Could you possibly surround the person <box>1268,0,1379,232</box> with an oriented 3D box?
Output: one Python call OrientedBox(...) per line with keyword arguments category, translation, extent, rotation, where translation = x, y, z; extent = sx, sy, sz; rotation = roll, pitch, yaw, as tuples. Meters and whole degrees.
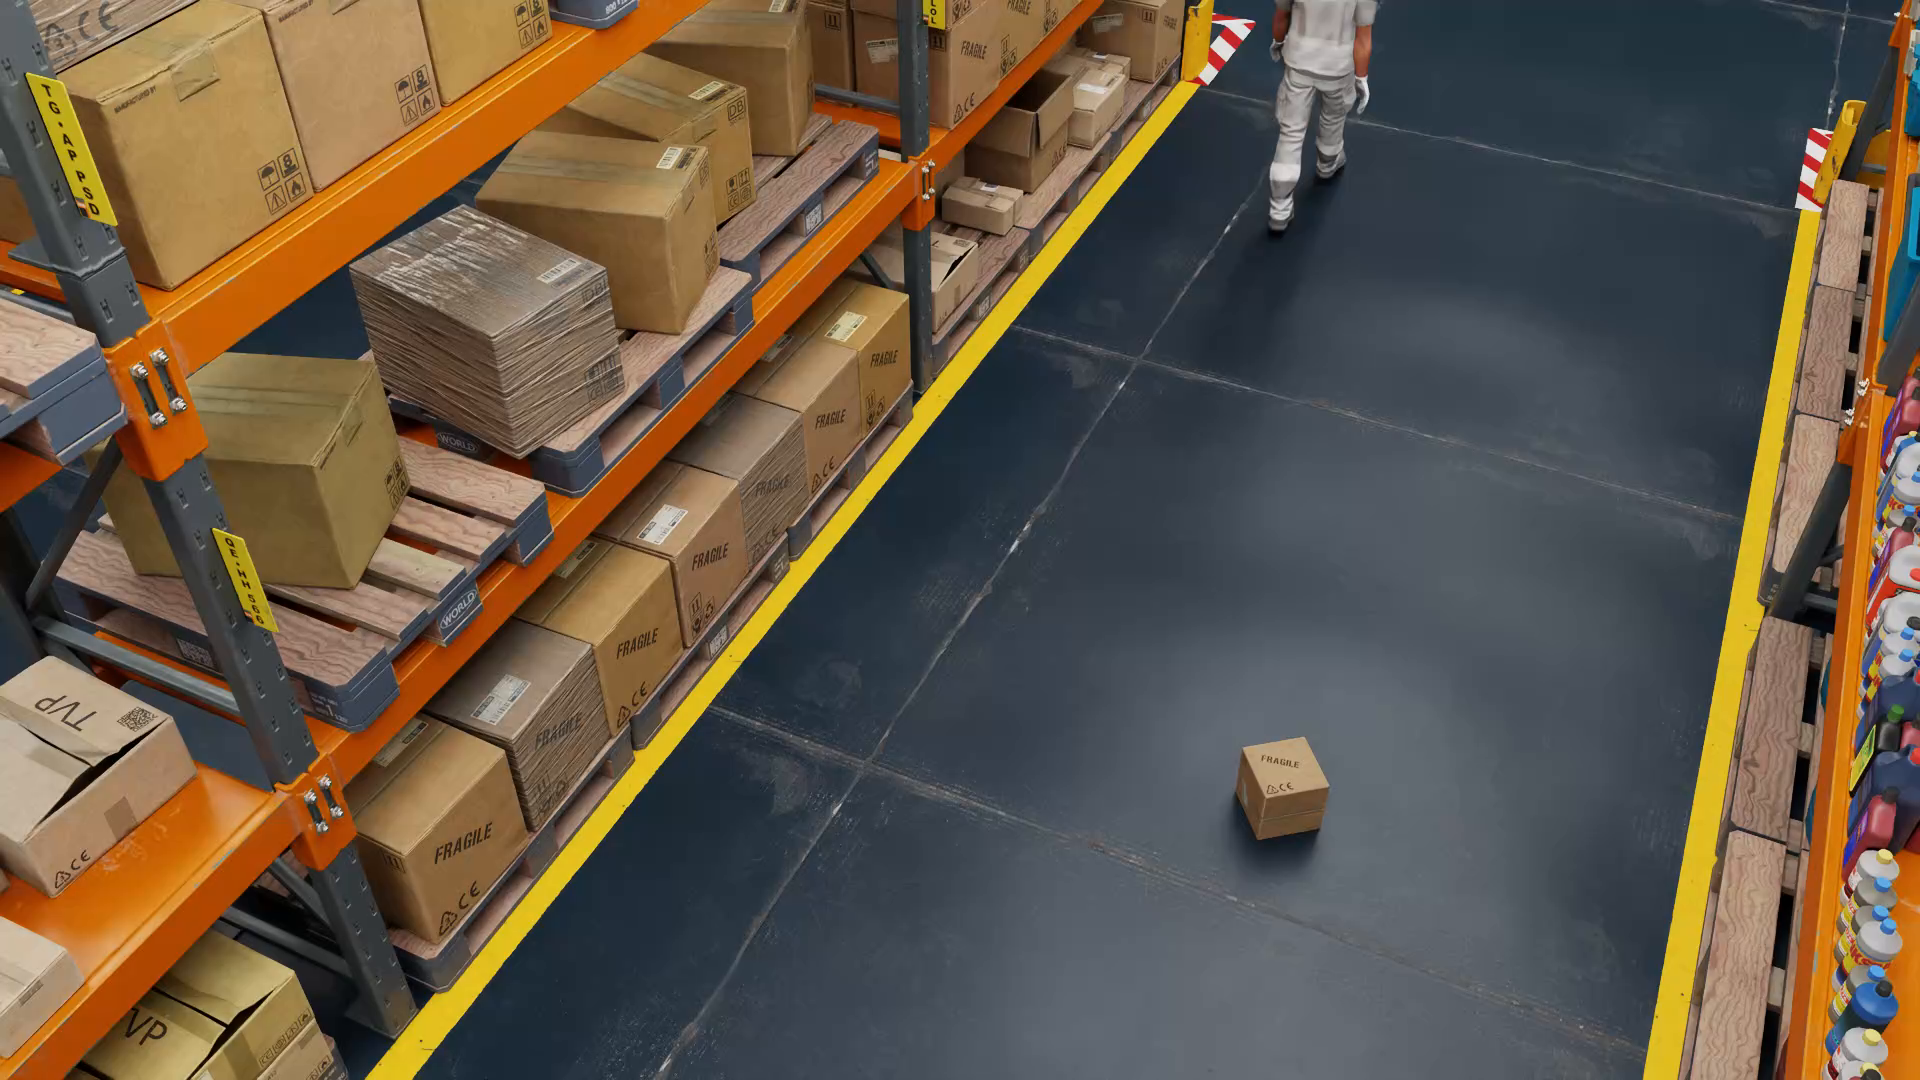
OrientedBox(category="person", translation=(1.991, -2.669, 9.130), extent=(0.591, 1.733, 0.995), rotation=(11, 43, 12))
